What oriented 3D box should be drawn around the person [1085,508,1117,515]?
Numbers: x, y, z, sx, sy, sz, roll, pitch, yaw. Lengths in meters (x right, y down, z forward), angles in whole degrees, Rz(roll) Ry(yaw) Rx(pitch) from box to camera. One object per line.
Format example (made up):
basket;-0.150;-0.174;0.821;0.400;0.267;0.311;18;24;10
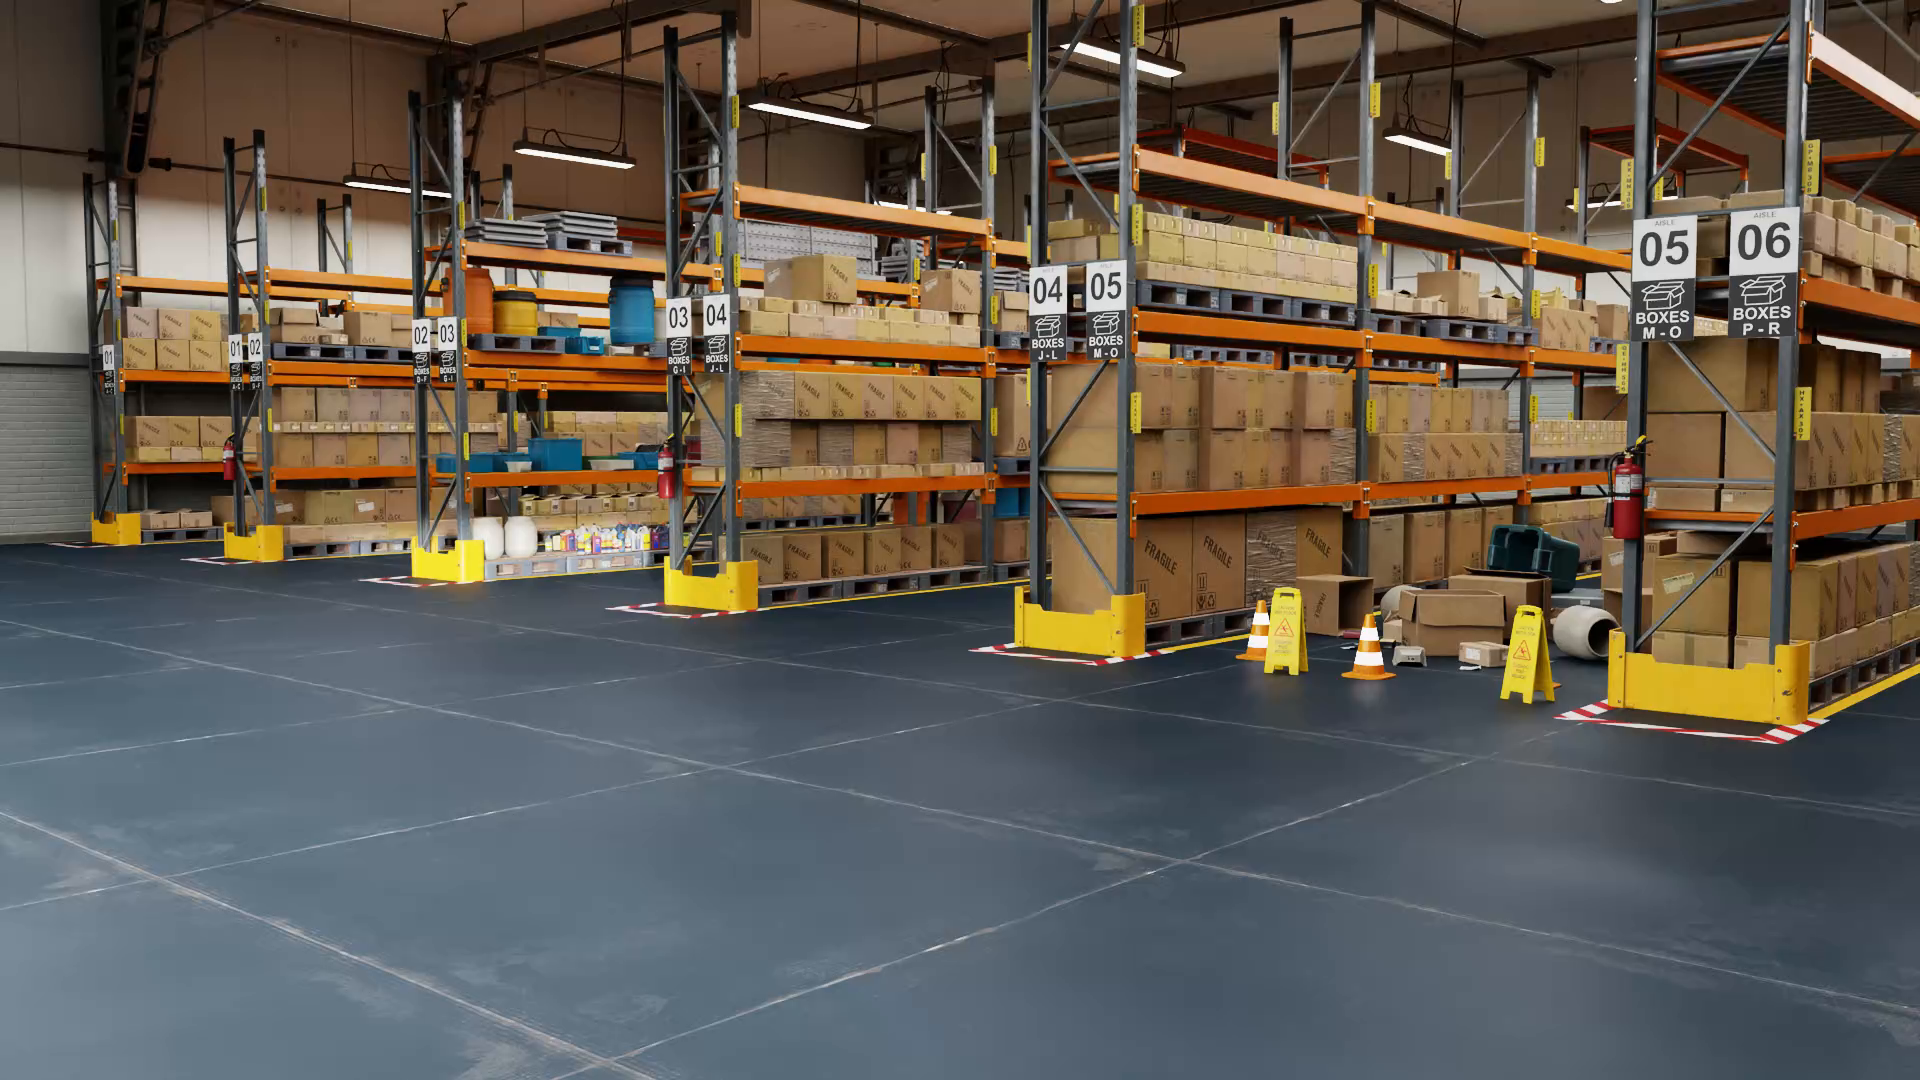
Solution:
person;1.473;-0.064;16.725;0.468;1.590;0.348;3;5;39
